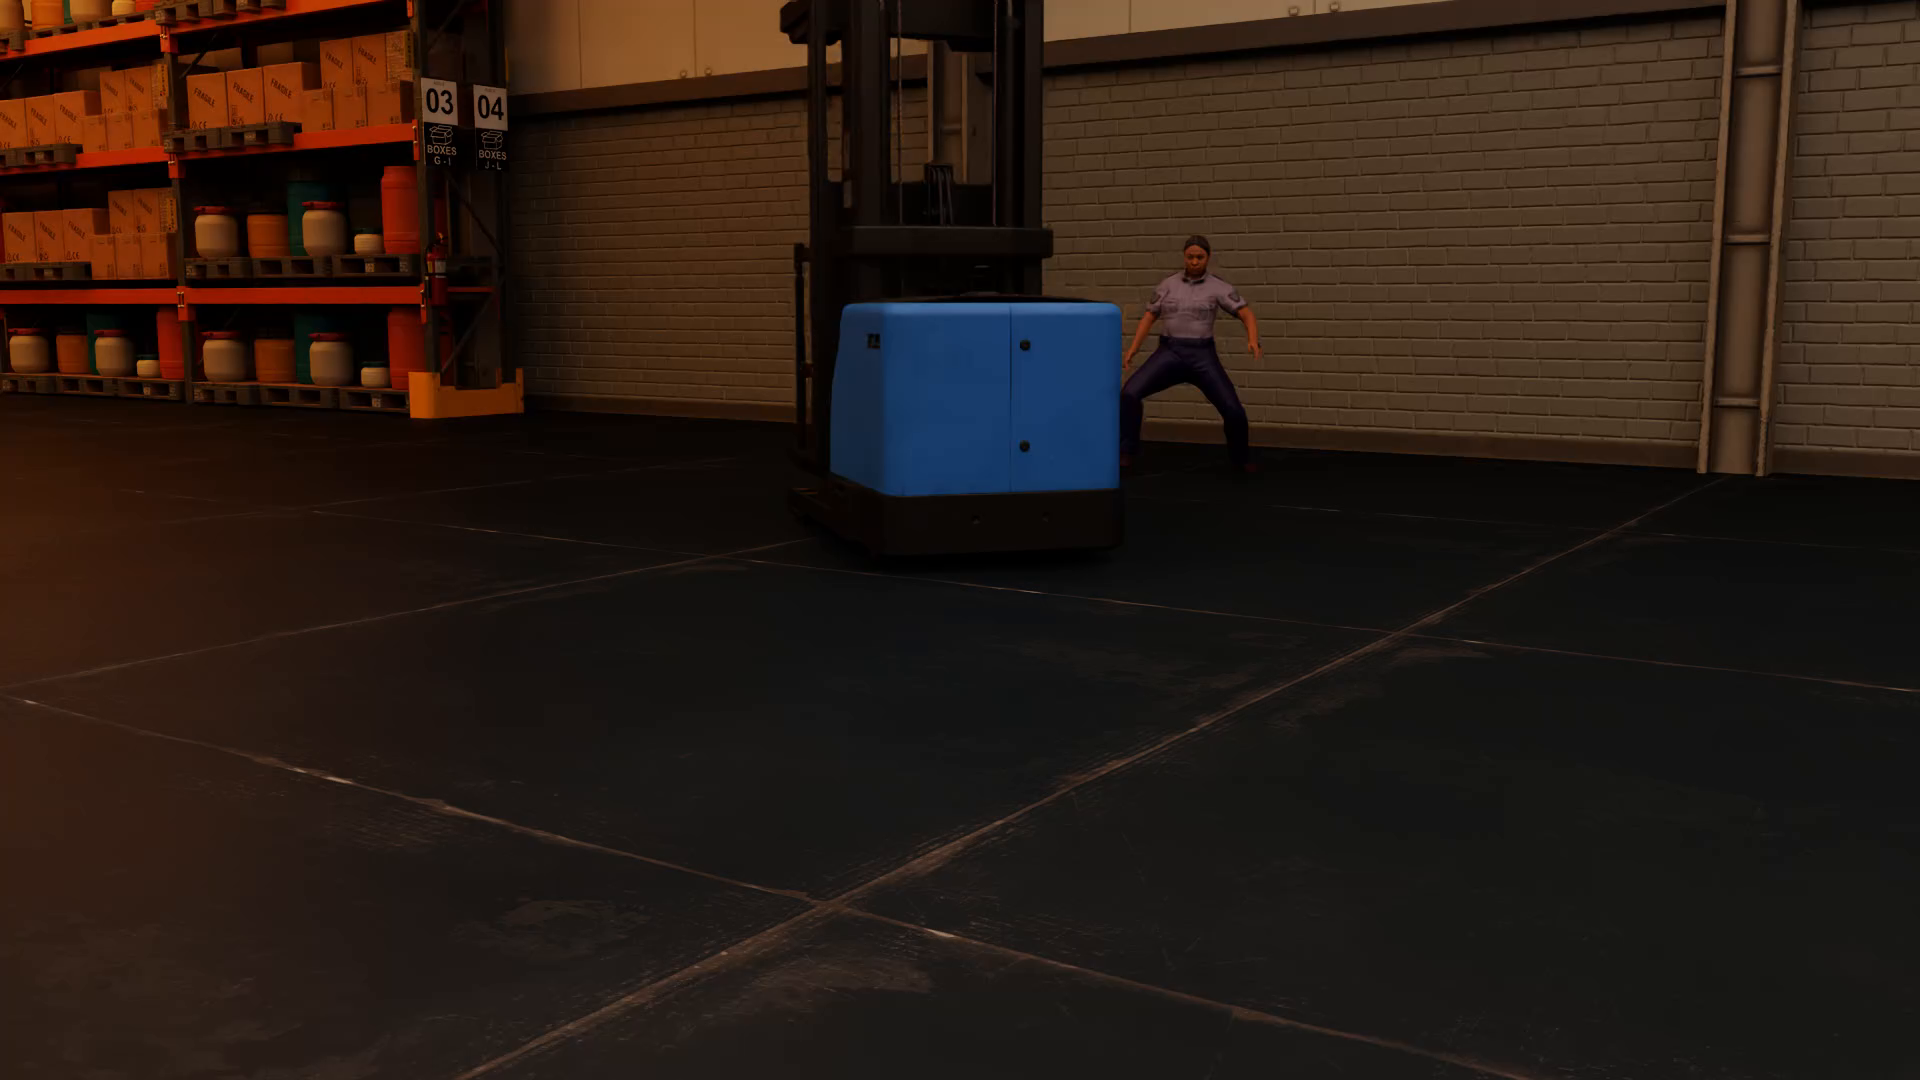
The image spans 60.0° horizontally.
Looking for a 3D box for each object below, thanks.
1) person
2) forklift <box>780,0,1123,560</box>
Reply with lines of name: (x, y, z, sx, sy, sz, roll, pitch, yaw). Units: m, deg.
person: (1.482, -1.149, 10.500, 0.914, 1.527, 0.741, 3, 9, 20)
forklift: (-0.237, -1.537, 8.005, 1.130, 2.935, 3.031, -2, 8, -17)
